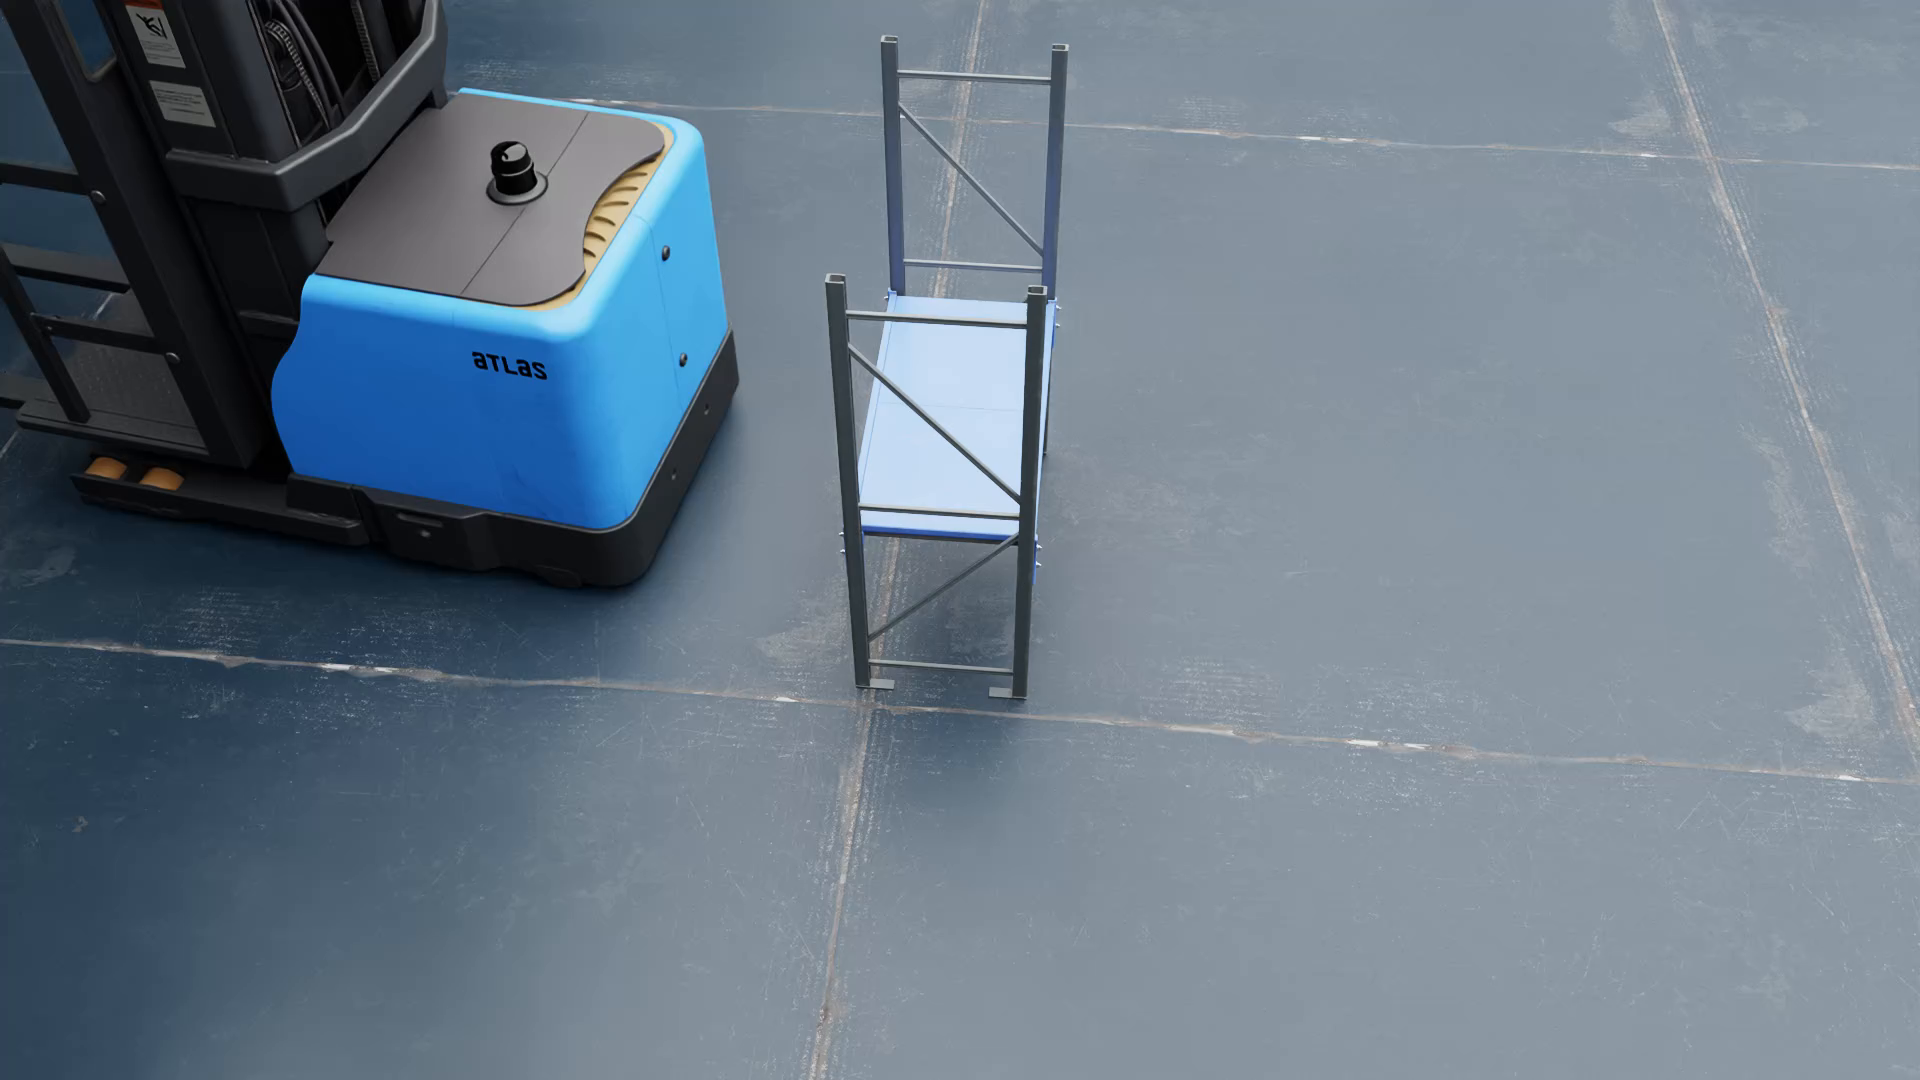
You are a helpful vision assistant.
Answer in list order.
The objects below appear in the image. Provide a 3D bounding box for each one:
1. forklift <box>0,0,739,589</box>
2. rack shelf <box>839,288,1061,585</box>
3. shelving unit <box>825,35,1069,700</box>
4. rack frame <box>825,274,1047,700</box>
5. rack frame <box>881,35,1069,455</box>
[{"bbox_3d":[-2.323,-1.426,4.568,3.031,2.935,1.130,10,48,9],"label":"forklift"},{"bbox_3d":[-0.008,-0.322,4.772,0.538,0.185,1.000,4,48,4],"label":"rack shelf"},{"bbox_3d":[-0.008,-0.443,4.639,0.538,1.500,1.048,4,48,4],"label":"shelving unit"},{"bbox_3d":[-0.054,-0.070,4.298,0.500,1.500,0.032,4,48,4],"label":"rack frame"},{"bbox_3d":[0.039,-0.817,4.981,0.500,1.500,0.032,4,48,4],"label":"rack frame"}]
